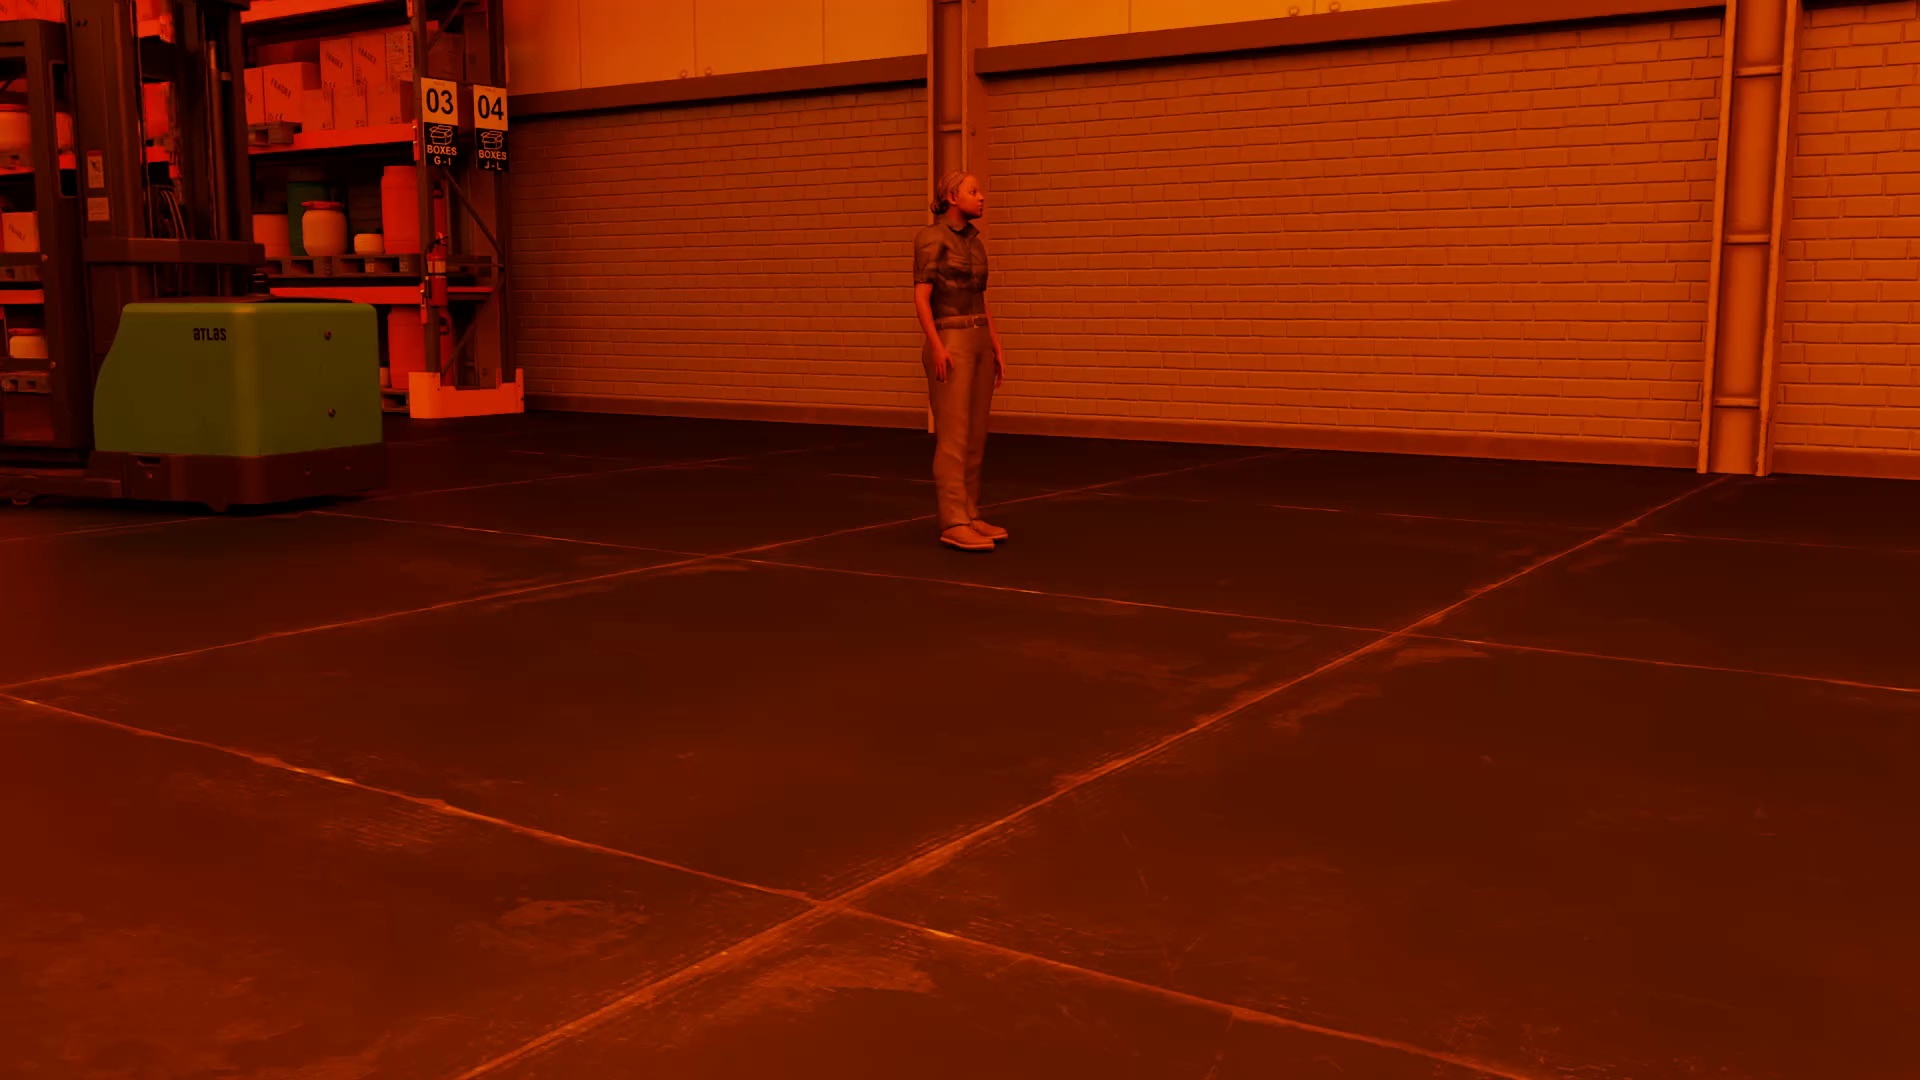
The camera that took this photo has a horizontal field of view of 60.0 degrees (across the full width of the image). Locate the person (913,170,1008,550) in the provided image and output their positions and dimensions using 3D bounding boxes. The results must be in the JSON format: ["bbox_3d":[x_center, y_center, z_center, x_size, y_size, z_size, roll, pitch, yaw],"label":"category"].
[{"bbox_3d":[0.061,-0.817,7.421,0.504,1.654,0.569,5,10,34],"label":"person"}]

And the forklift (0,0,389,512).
[{"bbox_3d":[-4.738,-1.698,9.135,3.031,2.935,1.130,3,9,21],"label":"forklift"}]
